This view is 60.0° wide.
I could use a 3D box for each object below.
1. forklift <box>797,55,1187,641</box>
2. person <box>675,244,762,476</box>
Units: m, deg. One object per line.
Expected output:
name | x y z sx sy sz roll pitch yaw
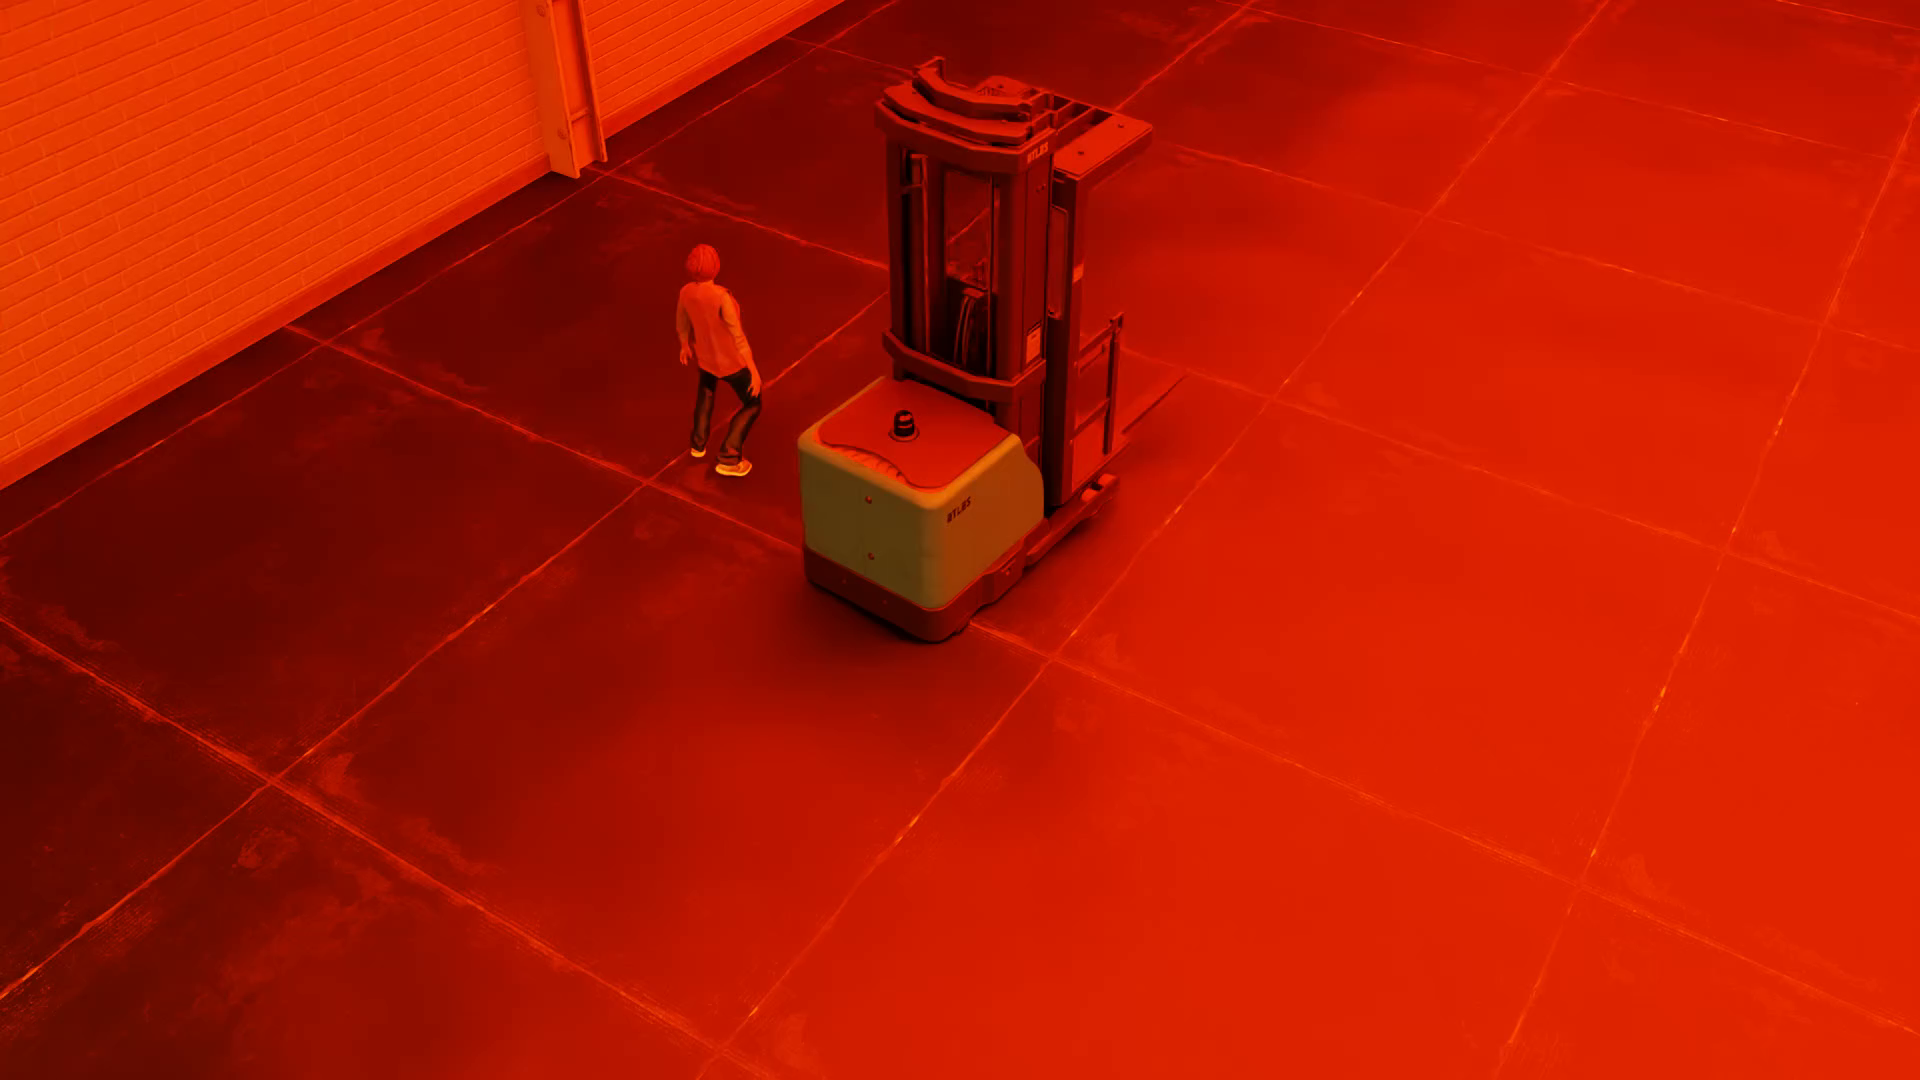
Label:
forklift | 0.359 -1.445 9.672 1.130 2.935 3.031 26 47 27
person | -1.510 -1.090 10.353 0.732 1.518 0.434 25 46 27
